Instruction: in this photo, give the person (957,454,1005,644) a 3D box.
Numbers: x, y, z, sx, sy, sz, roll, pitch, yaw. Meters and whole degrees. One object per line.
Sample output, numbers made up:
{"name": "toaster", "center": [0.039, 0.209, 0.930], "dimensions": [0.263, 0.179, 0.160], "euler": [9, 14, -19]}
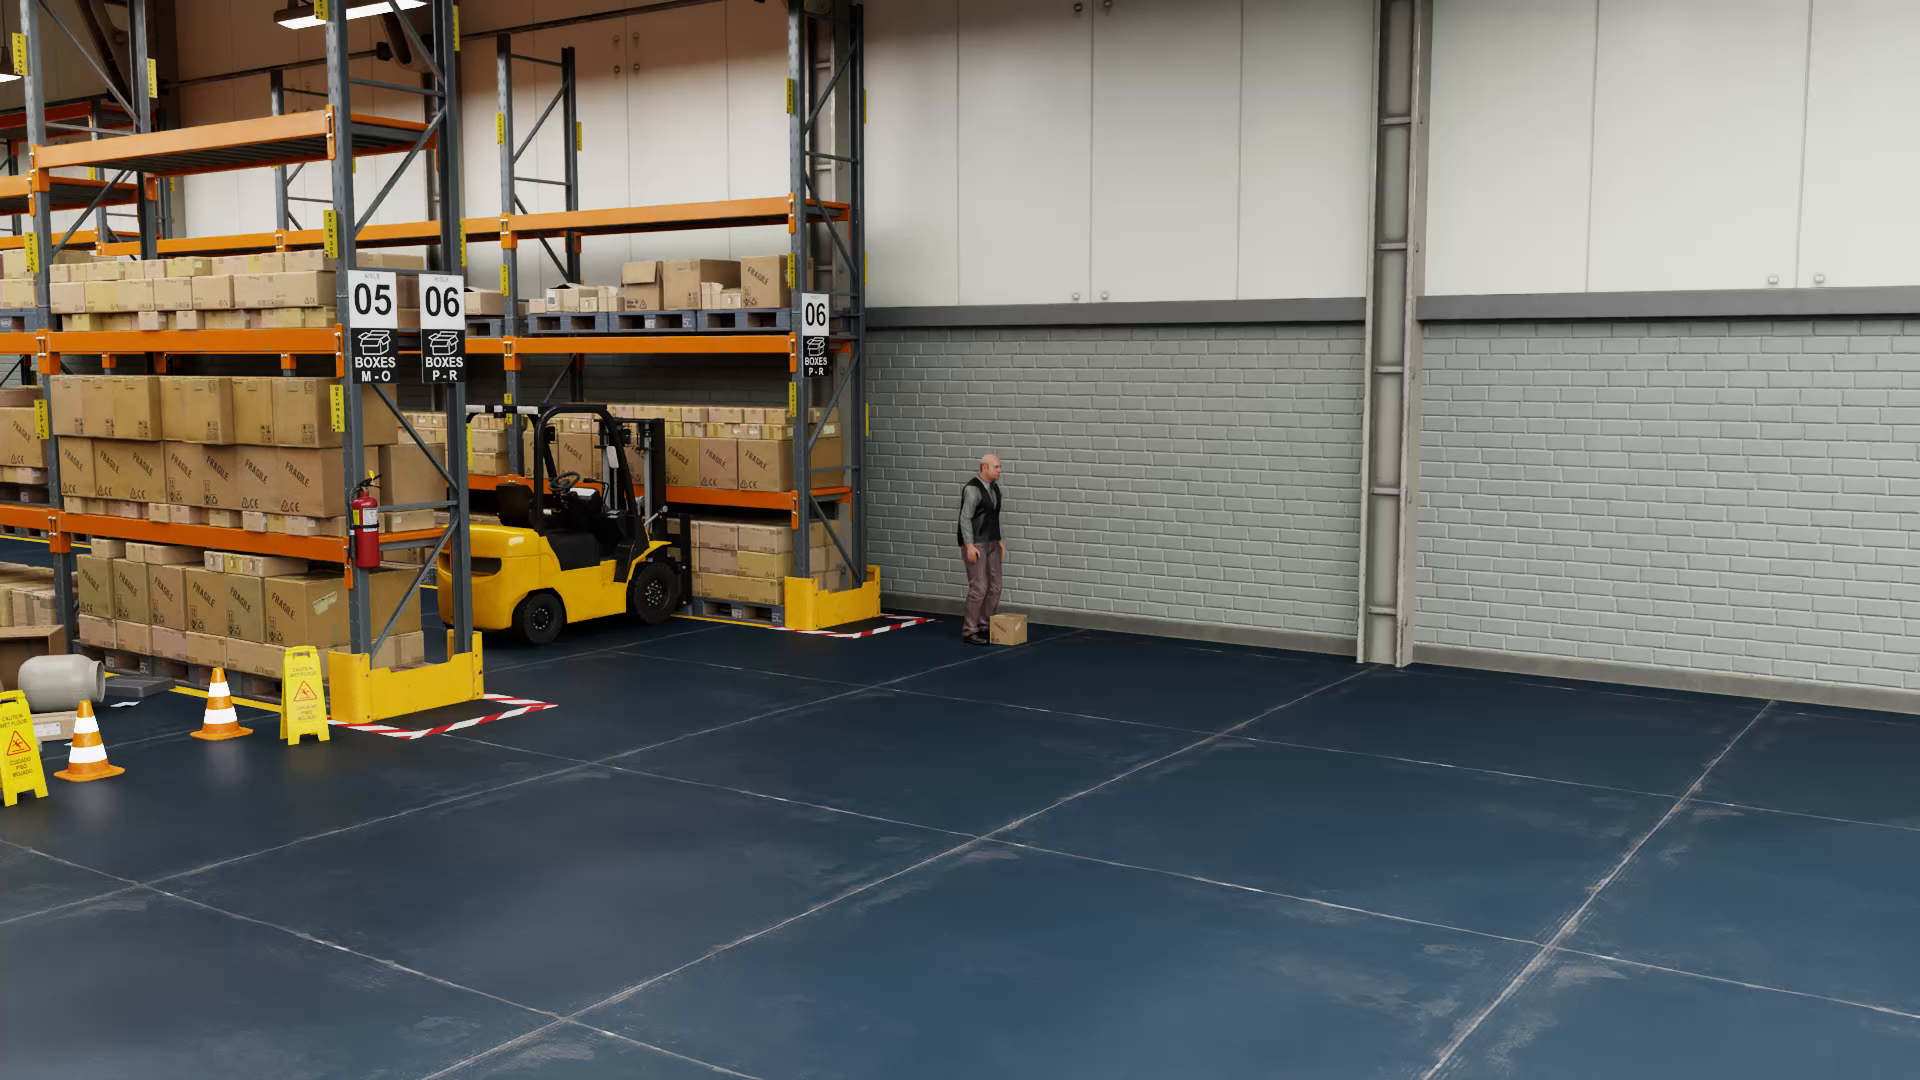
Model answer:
{"name": "person", "center": [0.200, 0.067, 15.265], "dimensions": [0.420, 1.721, 0.580], "euler": [4, 8, 34]}
